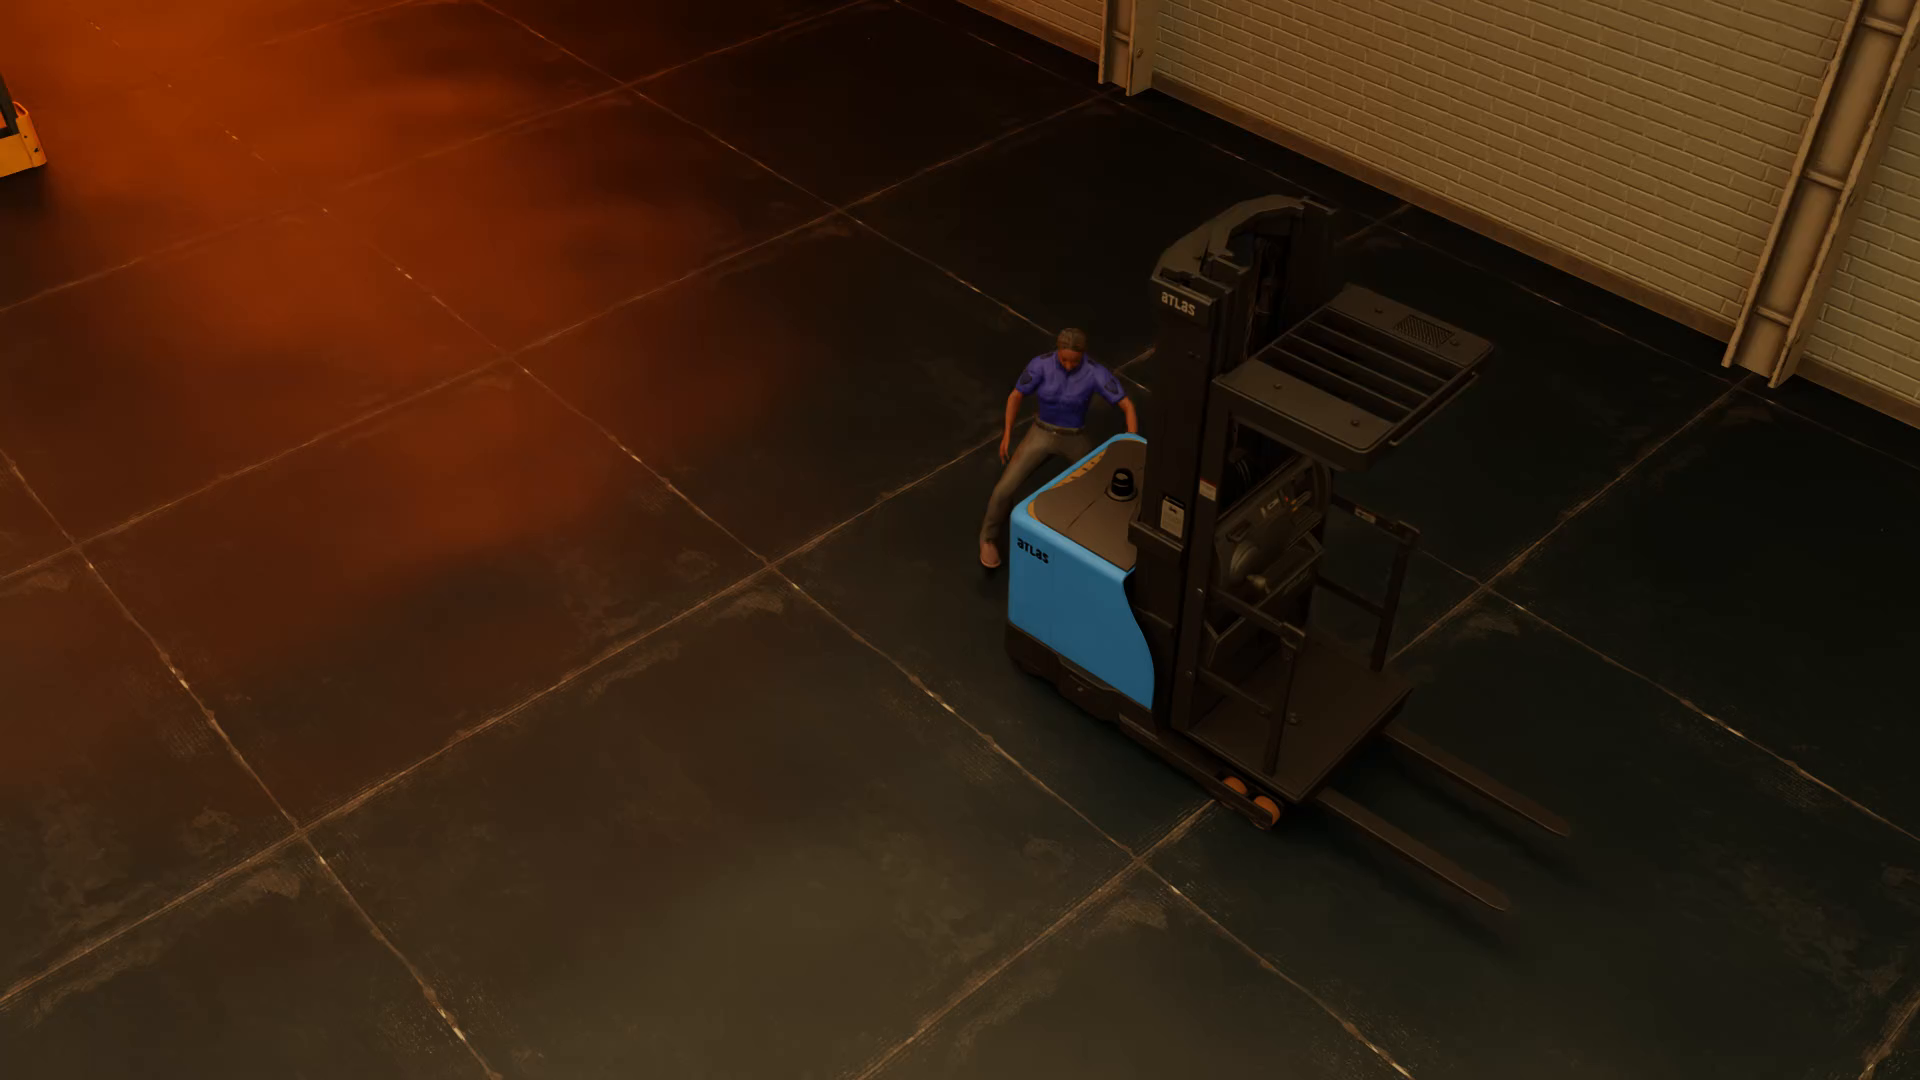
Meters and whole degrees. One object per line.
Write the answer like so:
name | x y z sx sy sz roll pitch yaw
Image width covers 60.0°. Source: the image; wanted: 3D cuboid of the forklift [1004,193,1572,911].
forklift | 1.671 -0.032 7.946 3.031 2.935 1.130 31 50 31

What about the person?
person | 0.622 -0.561 9.703 0.933 1.522 0.861 8 41 10
